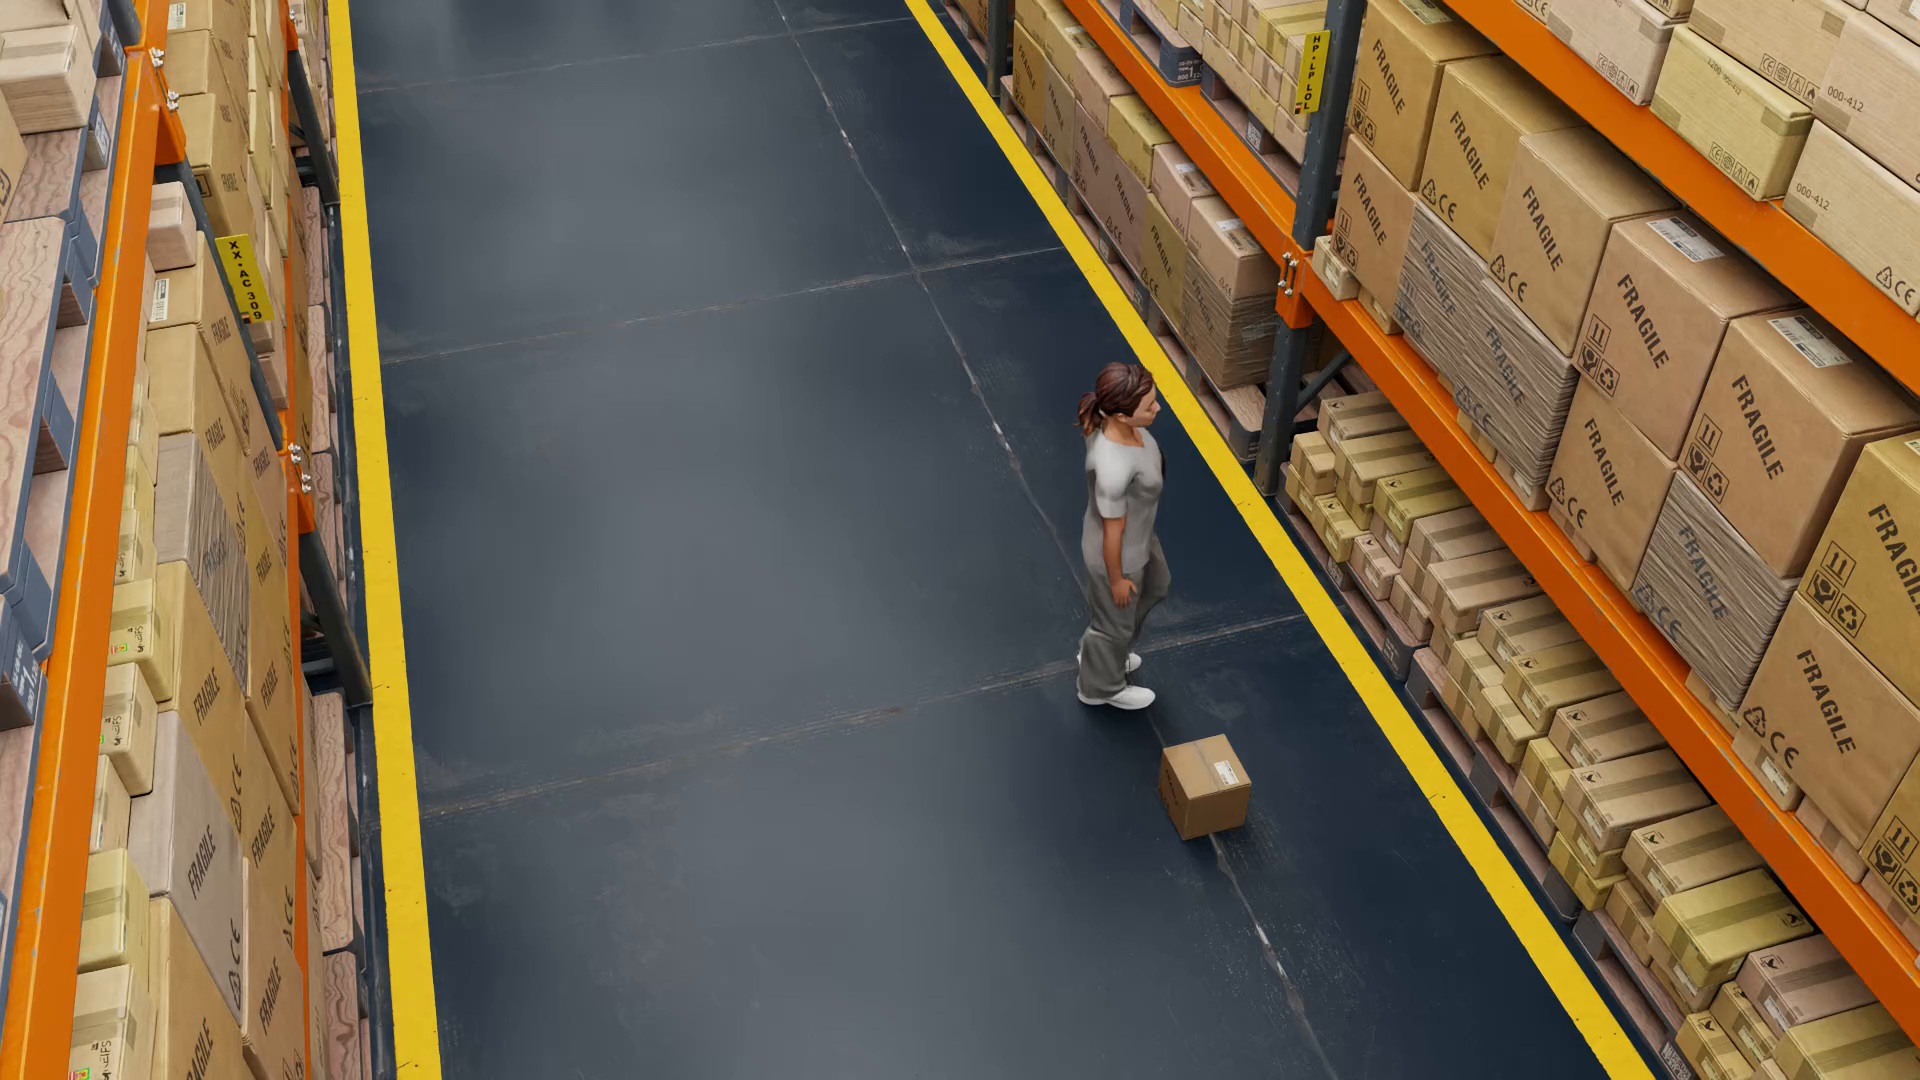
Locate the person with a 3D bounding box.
[{"bbox_3d":[0.597,0.023,6.140,0.414,1.692,0.481,3,42,4],"label":"person"}]
